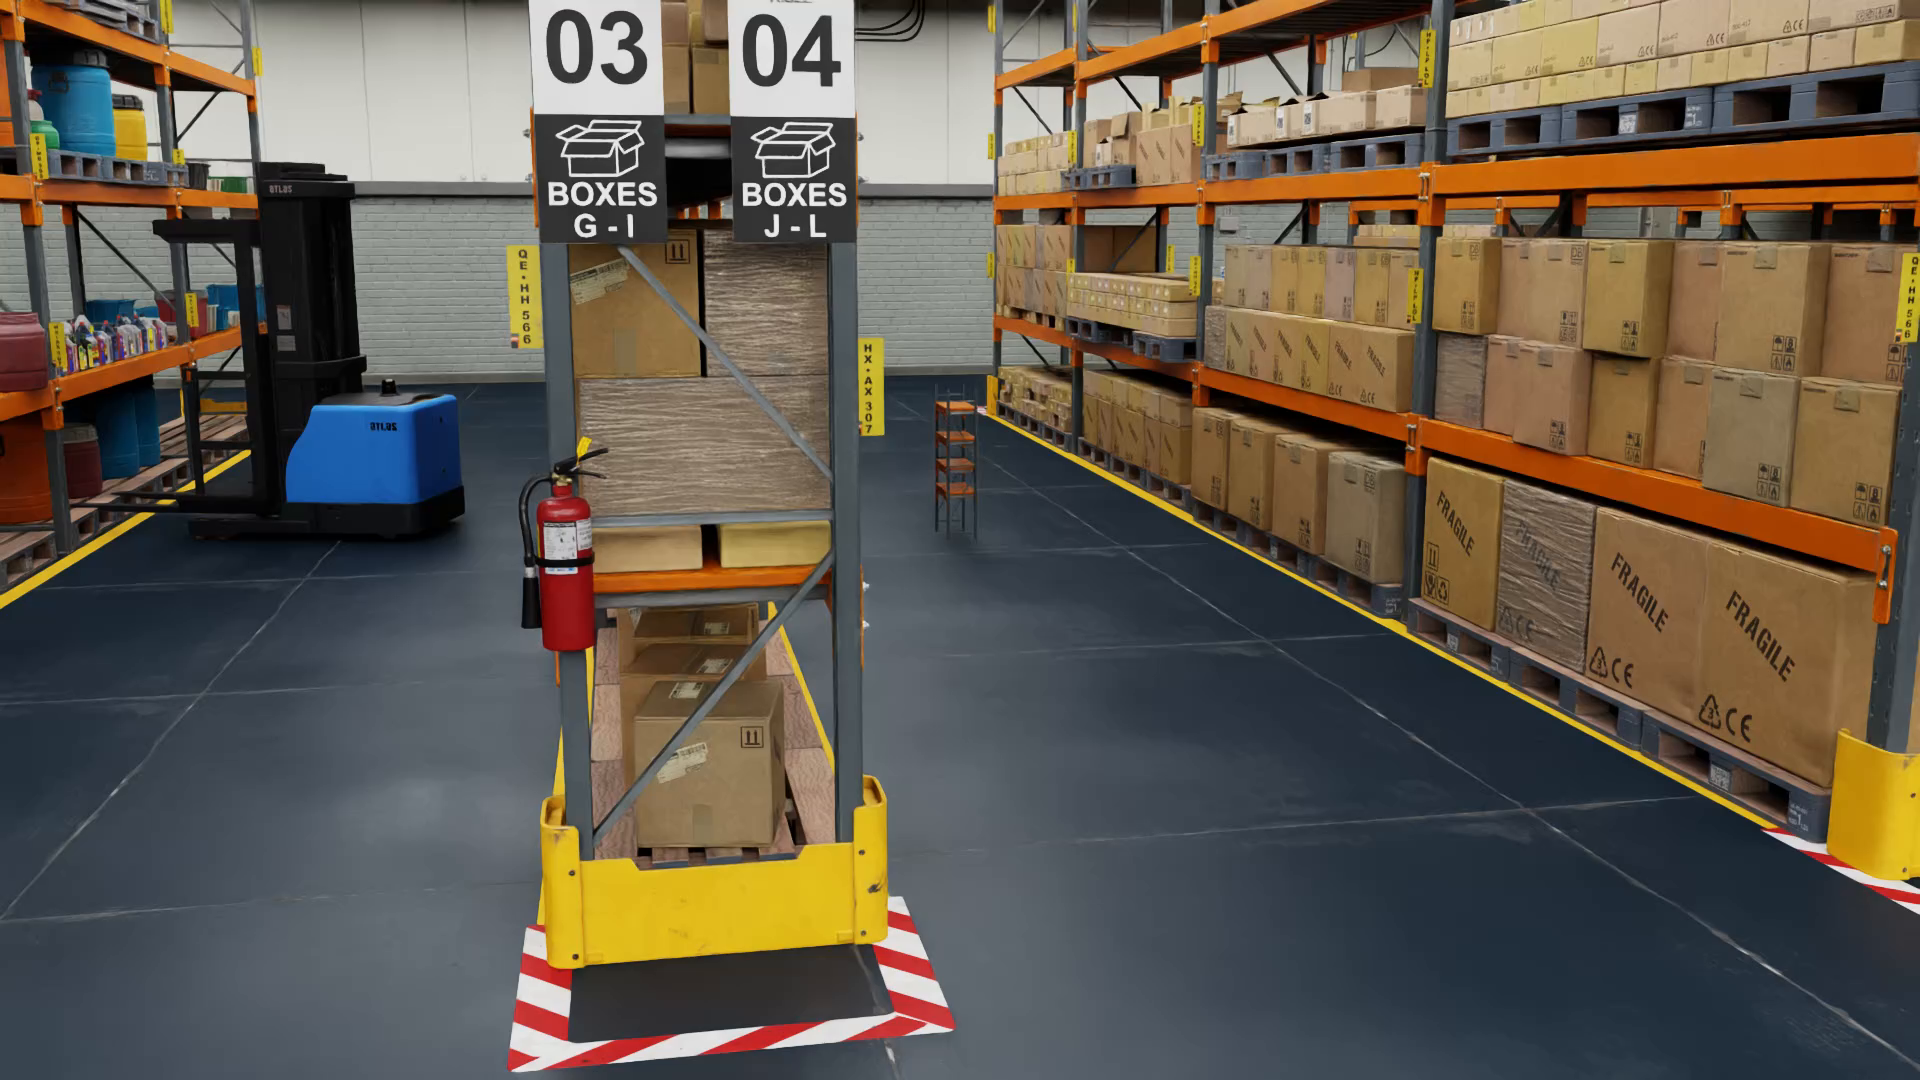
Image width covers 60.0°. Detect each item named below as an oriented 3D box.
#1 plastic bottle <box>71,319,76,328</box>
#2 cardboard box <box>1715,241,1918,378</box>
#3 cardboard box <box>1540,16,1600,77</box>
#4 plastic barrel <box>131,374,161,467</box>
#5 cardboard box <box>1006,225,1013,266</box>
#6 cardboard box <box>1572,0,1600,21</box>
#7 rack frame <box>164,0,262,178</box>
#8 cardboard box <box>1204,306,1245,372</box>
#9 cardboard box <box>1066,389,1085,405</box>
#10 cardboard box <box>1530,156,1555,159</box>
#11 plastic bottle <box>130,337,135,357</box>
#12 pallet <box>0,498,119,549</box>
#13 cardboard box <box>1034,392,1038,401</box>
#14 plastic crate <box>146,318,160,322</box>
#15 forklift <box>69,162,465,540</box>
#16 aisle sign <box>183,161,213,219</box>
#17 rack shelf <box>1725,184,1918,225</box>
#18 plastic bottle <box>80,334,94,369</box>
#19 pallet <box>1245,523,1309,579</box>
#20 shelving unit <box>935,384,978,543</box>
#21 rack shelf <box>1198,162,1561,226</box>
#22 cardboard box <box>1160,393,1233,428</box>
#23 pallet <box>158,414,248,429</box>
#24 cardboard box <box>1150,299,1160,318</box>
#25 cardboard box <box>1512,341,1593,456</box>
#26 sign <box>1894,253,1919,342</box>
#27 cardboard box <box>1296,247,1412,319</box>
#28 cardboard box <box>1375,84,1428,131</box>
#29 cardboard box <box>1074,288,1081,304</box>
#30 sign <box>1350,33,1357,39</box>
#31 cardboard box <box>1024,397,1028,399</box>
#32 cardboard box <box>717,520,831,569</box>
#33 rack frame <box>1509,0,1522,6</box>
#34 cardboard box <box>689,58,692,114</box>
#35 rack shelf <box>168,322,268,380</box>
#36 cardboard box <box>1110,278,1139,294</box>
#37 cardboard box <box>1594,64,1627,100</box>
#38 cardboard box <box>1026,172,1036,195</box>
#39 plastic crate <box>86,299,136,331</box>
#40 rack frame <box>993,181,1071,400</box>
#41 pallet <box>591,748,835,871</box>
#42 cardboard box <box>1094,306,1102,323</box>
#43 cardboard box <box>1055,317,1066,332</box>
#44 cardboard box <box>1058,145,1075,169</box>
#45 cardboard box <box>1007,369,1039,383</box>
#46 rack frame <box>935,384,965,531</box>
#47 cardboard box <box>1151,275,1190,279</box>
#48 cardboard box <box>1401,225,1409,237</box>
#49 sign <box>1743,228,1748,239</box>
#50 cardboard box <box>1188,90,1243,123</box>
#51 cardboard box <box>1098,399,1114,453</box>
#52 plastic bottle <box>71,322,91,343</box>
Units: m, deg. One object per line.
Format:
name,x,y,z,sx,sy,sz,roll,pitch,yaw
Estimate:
plastic bottle,-8.375,-1.946,15.709,0.061,0.283,0.133,-2,11,-11
cardboard box,3.818,-0.998,7.128,0.875,0.550,0.550,-2,11,-11
cardboard box,3.290,-2.477,8.381,0.500,0.250,0.500,-2,11,-12
plastic barrel,-7.939,-1.161,15.762,0.600,0.901,0.708,-2,11,-11
cardboard box,0.869,-3.663,20.685,0.500,0.500,0.500,-2,11,-9
cardboard box,3.258,-2.645,8.198,0.380,0.149,0.250,-2,11,-11
rack frame,-8.806,-5.767,19.426,1.000,3.000,0.127,-2,11,-11
cardboard box,2.316,-1.651,13.581,0.500,0.500,0.500,-2,11,-10
cardboard box,1.391,-1.582,18.394,0.380,0.149,0.250,-2,11,-9
cardboard box,6.438,-4.183,17.739,0.500,0.500,0.500,-2,11,-12
plastic bottle,-7.389,-1.723,14.759,0.097,0.201,0.097,0,11,0
pallet,-7.444,-0.125,13.291,1.003,0.211,1.213,-2,11,-11
cardboard box,1.102,-1.769,20.177,0.380,0.149,0.250,-2,11,-8
plastic crate,-8.661,-2.294,17.772,0.293,0.136,0.466,-2,11,-11
forklift,-5.711,-1.537,13.434,3.031,2.935,1.130,1,11,5
aisle sign,-9.111,-4.099,19.757,0.394,0.787,0.004,-2,11,-11
rack shelf,7.718,-2.646,12.978,1.077,0.370,4.000,-2,11,-11
plastic bottle,-7.133,-1.539,13.574,0.061,0.283,0.133,-2,11,-11
pallet,2.807,0.046,12.388,1.003,0.211,1.213,-2,11,-11
shelving unit,-0.032,-0.620,13.244,0.258,1.200,0.503,-2,11,-11
rack shelf,2.883,-2.447,11.935,1.077,0.370,4.000,-2,11,-11
cardboard box,2.103,-1.157,14.808,0.500,0.250,0.500,-2,11,-12
pallet,-8.683,-1.297,19.446,1.003,0.211,1.213,-2,11,-11
cardboard box,1.897,-2.046,14.677,0.380,0.149,0.250,-2,11,-9
cardboard box,3.474,-0.764,8.785,0.875,0.550,0.550,-2,11,-11
sign,3.515,-0.895,6.145,0.100,0.325,0.005,-2,11,-11
cardboard box,2.872,-1.871,12.064,0.700,0.500,0.500,-2,11,-12
cardboard box,2.977,-2.740,10.556,0.500,0.250,0.500,-2,11,-10
cardboard box,1.393,-2.520,17.169,0.380,0.149,0.250,-2,11,-12
sign,5.228,-6.825,22.064,0.100,0.325,0.005,-2,11,-11
cardboard box,0.997,-1.675,20.476,0.380,0.149,0.250,-2,11,-11
cardboard box,-0.657,-0.003,5.859,0.380,0.149,0.250,-2,11,-11
rack frame,6.551,-5.573,18.412,1.000,3.000,0.127,-2,11,-11
cardboard box,-0.782,-1.657,6.259,0.500,0.250,0.500,-2,11,-12
rack shelf,-8.417,-2.099,18.127,1.077,0.370,4.000,-2,11,-11
cardboard box,1.649,-2.427,15.886,0.380,0.149,0.250,-2,11,-9
cardboard box,3.305,-2.208,8.033,0.380,0.149,0.250,-2,11,-10
cardboard box,1.075,-4.184,19.534,0.500,0.250,0.500,-2,11,-11
plastic crate,-8.453,-2.181,16.513,0.392,0.384,0.575,-2,11,-11
rack frame,0.938,-3.161,21.784,1.000,3.000,0.127,-2,11,-11
pallet,-0.974,1.141,6.639,1.003,0.211,1.213,-2,11,-11
cardboard box,1.543,-2.232,16.451,0.380,0.149,0.250,-3,11,-14
cardboard box,1.273,-2.391,18.411,0.380,0.149,0.250,-2,11,-13
cardboard box,1.376,-4.149,18.012,0.500,0.250,0.500,-3,11,-14
cardboard box,0.801,-2.054,20.876,0.380,0.149,0.250,-2,11,-11
rack frame,-0.080,-0.665,13.479,0.240,1.200,0.015,-2,11,-11
cardboard box,2.138,-2.592,16.747,0.380,0.149,0.250,-2,11,-11
cardboard box,5.809,-3.905,21.016,0.380,0.149,0.250,-2,11,-10
sign,11.190,-4.282,23.728,0.100,0.325,0.005,-2,11,-11
cardboard box,2.160,-3.658,14.054,0.396,0.266,0.258,-2,11,-11
cardboard box,1.704,-1.164,16.852,0.500,0.500,0.500,-2,11,-8
plastic bottle,-7.437,-1.673,14.094,0.144,0.351,0.185,-2,11,-11
